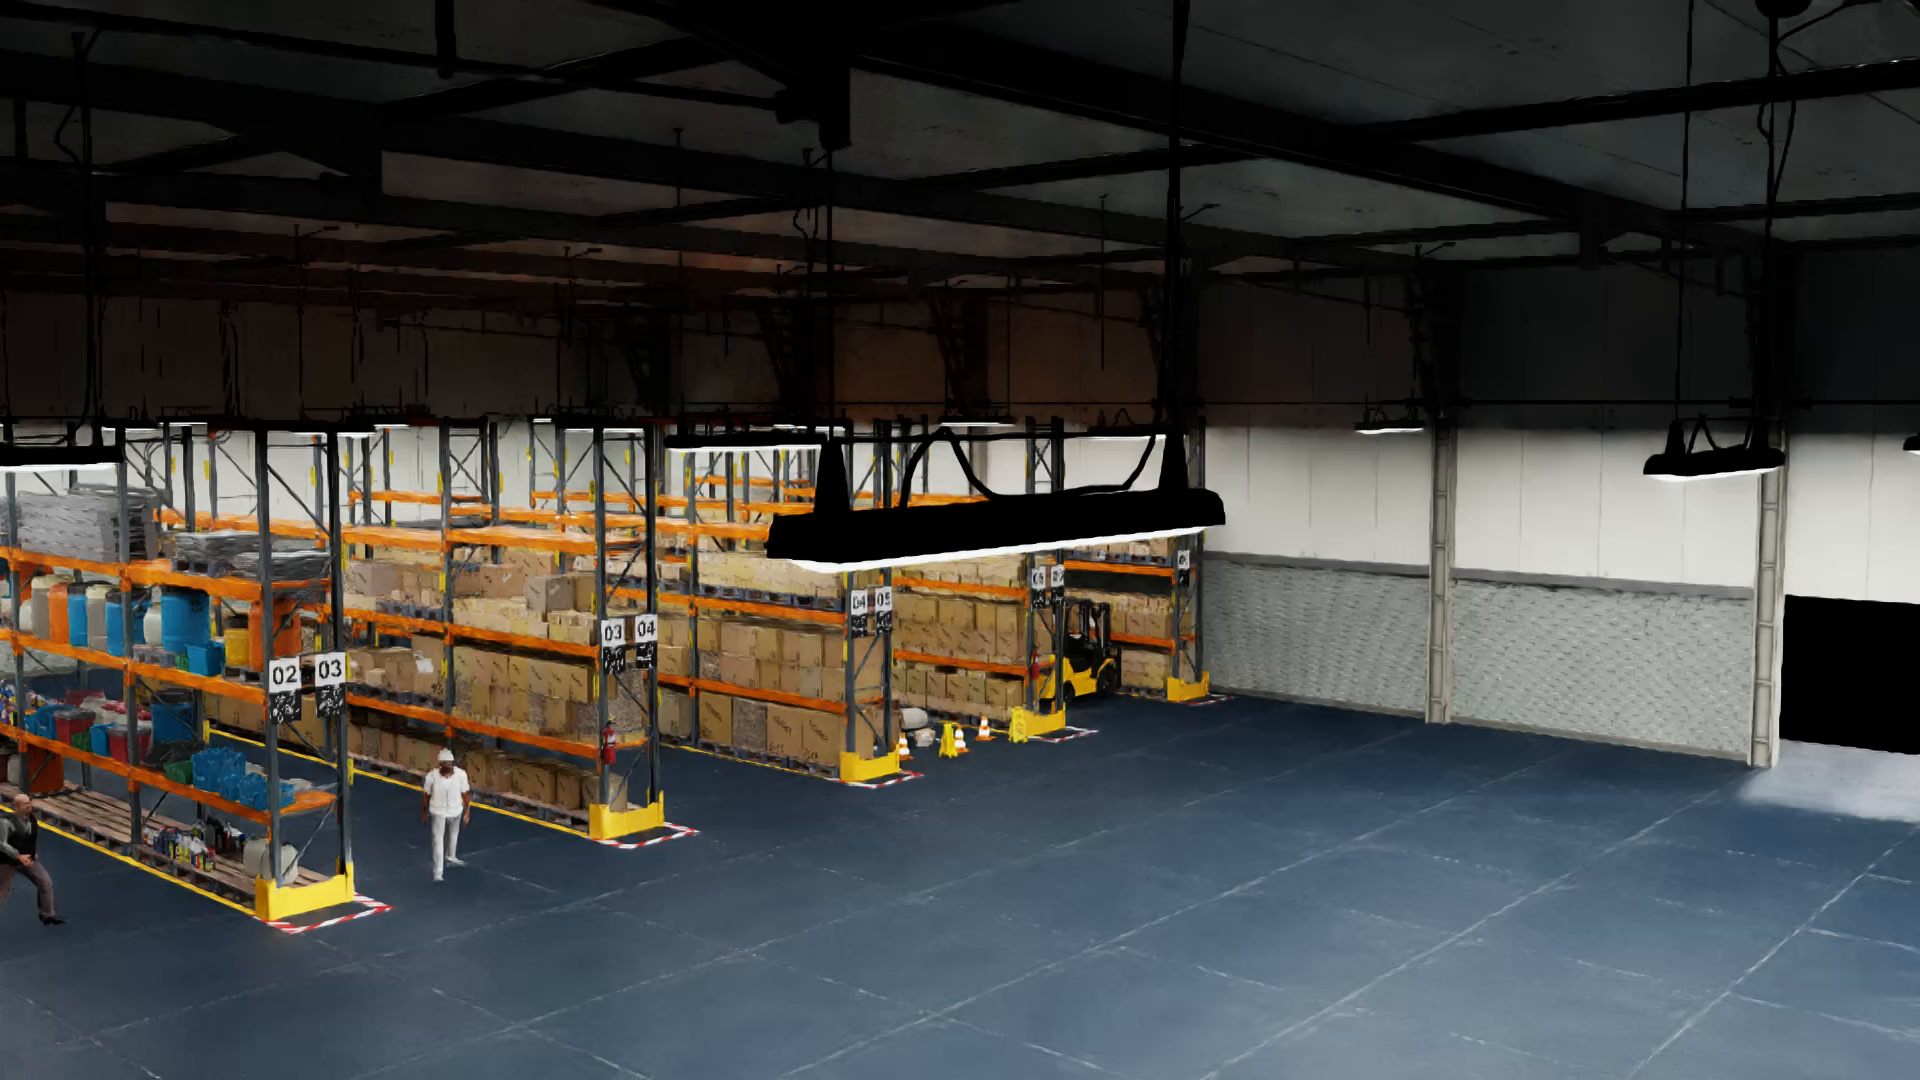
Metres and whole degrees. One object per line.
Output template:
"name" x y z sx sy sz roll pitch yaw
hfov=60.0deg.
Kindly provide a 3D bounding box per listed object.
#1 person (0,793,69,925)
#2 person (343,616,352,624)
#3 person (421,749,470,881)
"person" -11.267 3.840 19.902 0.795 1.663 0.684 2 5 21
"person" -15.446 1.939 41.819 0.622 1.700 0.554 -1 5 -13
"person" -6.855 3.633 22.195 0.620 1.723 0.957 -2 5 -25
